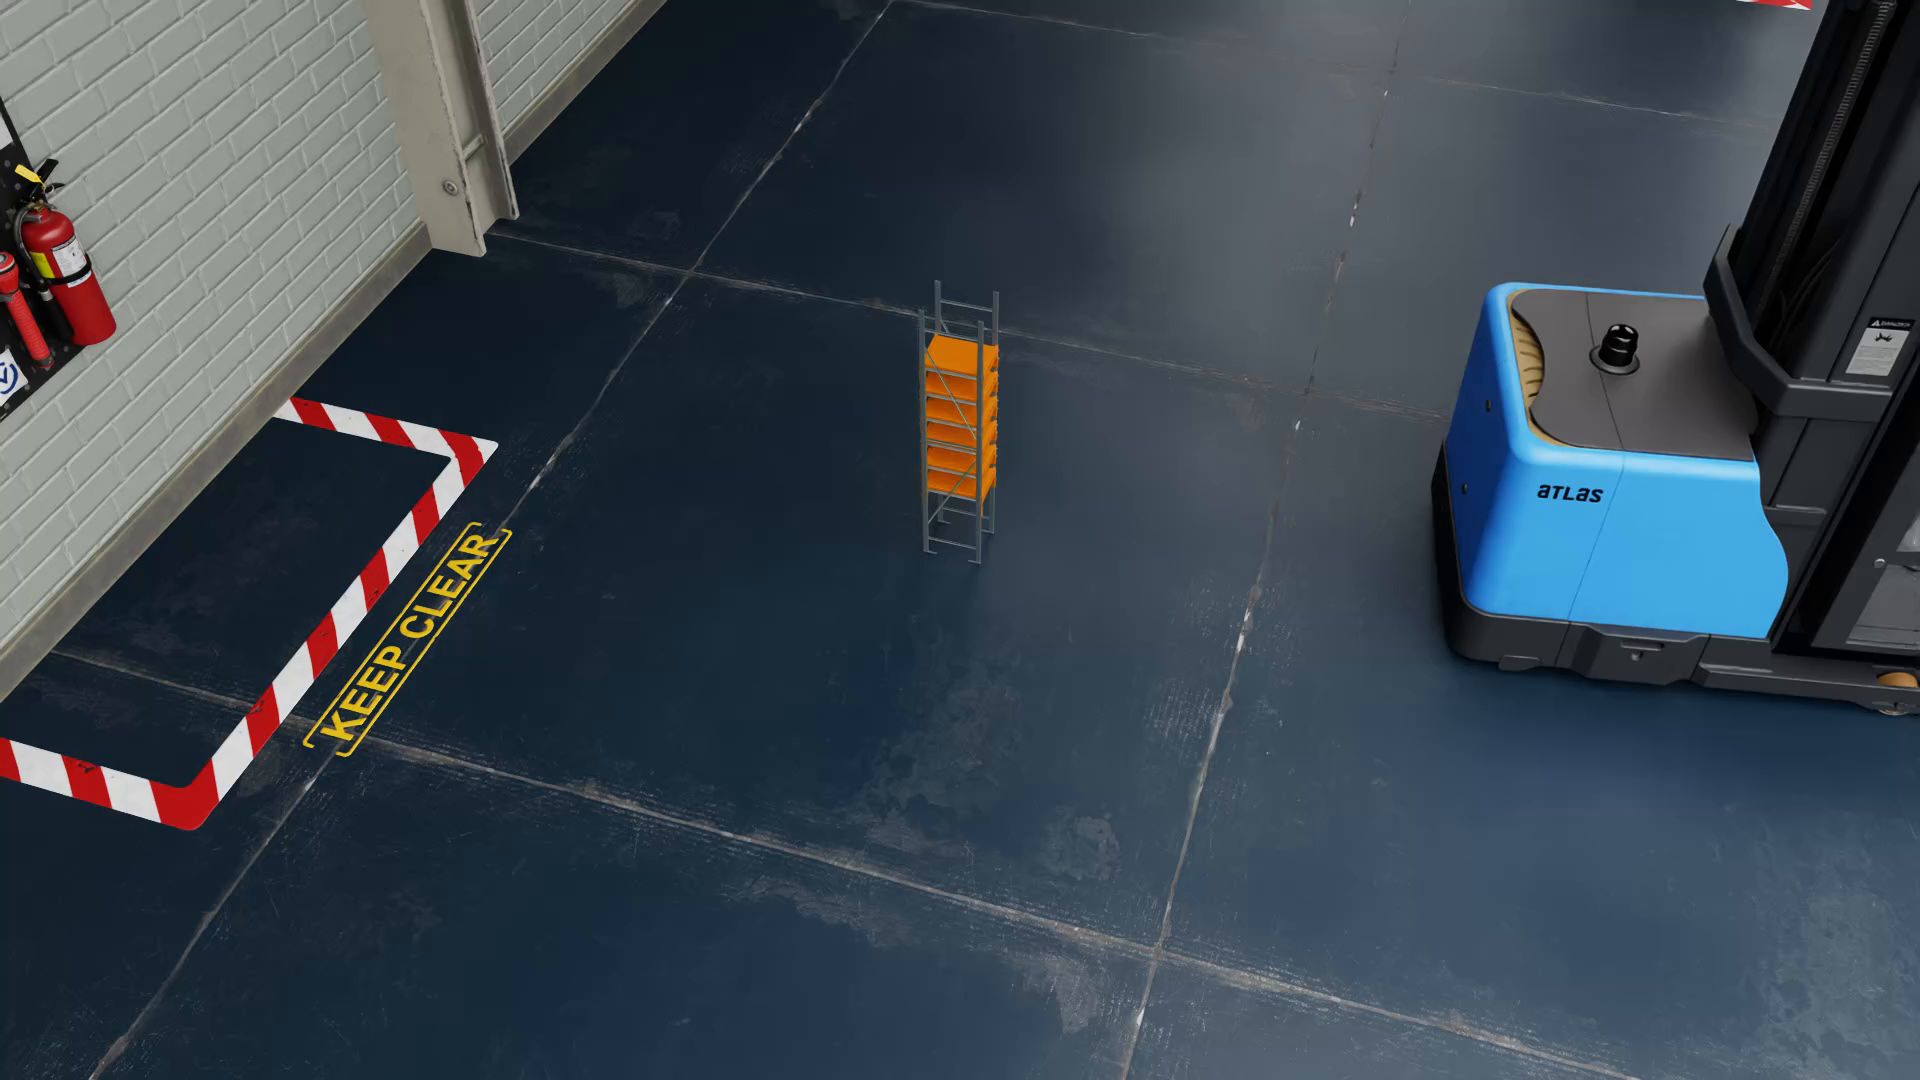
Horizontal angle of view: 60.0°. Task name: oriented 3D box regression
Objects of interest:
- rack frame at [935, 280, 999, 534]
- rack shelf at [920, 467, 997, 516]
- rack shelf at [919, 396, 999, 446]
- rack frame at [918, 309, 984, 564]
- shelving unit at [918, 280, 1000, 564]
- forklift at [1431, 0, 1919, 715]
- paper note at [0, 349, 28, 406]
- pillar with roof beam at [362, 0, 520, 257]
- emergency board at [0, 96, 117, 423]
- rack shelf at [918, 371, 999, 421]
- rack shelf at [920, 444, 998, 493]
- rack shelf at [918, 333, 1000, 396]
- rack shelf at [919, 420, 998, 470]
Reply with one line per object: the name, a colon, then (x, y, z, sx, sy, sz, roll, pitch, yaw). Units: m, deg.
rack frame: (0.023, -0.480, 6.383, 0.240, 1.200, 0.006, 13, 46, 12)
rack shelf: (-0.004, -0.216, 6.519, 0.258, 0.103, 0.180, 13, 46, 12)
rack shelf: (-0.004, -0.473, 6.268, 0.258, 0.103, 0.180, 13, 46, 12)
rack frame: (-0.032, -0.358, 6.258, 0.240, 1.200, 0.006, 13, 46, 12)
shelving unit: (-0.004, -0.419, 6.321, 0.258, 1.200, 0.189, 13, 46, 12)
forklift: (3.393, -0.786, 5.458, 3.031, 2.935, 1.130, 5, 45, 5)
paper note: (-3.342, -0.569, 5.817, 0.016, 0.148, 0.142, 13, 46, 13)
pillar with roof beam: (1.665, -3.859, 4.259, 9.100, 9.000, 0.400, 13, 46, 13)
emergency board: (-3.223, -0.987, 5.614, 0.194, 1.169, 0.643, 13, 46, 13)
rack shelf: (-0.004, -0.559, 6.184, 0.258, 0.103, 0.180, 13, 46, 12)
rack shelf: (-0.004, -0.302, 6.436, 0.258, 0.103, 0.180, 13, 46, 12)
rack shelf: (-0.004, -0.645, 6.100, 0.258, 0.103, 0.180, 13, 46, 12)
rack shelf: (-0.004, -0.387, 6.352, 0.258, 0.103, 0.180, 13, 46, 12)
